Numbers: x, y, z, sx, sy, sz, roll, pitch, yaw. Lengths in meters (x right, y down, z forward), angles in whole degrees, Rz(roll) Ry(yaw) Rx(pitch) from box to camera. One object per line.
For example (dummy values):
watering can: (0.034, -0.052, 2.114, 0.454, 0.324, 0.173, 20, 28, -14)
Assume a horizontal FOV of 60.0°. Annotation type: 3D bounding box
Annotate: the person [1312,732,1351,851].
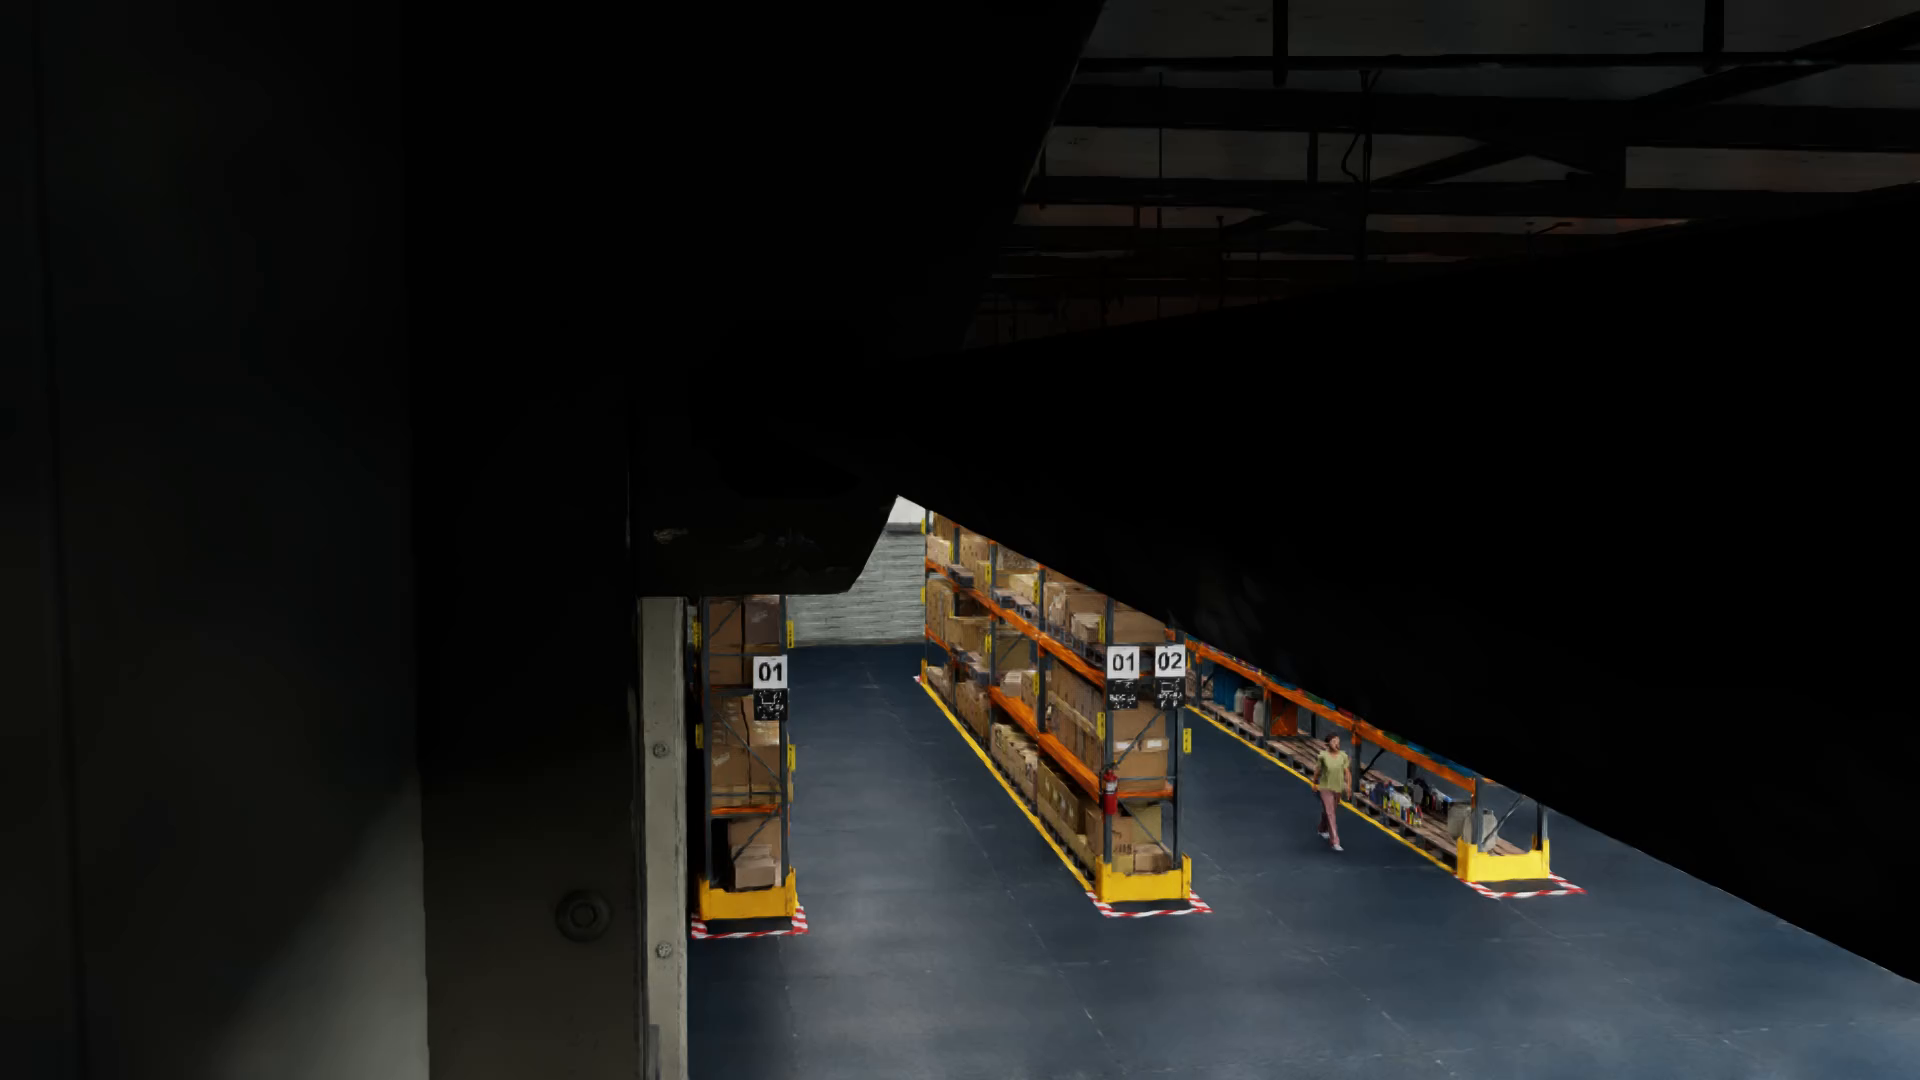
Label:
person: (5.225, 3.476, 23.249, 0.458, 1.612, 1.010, -1, 5, -10)
